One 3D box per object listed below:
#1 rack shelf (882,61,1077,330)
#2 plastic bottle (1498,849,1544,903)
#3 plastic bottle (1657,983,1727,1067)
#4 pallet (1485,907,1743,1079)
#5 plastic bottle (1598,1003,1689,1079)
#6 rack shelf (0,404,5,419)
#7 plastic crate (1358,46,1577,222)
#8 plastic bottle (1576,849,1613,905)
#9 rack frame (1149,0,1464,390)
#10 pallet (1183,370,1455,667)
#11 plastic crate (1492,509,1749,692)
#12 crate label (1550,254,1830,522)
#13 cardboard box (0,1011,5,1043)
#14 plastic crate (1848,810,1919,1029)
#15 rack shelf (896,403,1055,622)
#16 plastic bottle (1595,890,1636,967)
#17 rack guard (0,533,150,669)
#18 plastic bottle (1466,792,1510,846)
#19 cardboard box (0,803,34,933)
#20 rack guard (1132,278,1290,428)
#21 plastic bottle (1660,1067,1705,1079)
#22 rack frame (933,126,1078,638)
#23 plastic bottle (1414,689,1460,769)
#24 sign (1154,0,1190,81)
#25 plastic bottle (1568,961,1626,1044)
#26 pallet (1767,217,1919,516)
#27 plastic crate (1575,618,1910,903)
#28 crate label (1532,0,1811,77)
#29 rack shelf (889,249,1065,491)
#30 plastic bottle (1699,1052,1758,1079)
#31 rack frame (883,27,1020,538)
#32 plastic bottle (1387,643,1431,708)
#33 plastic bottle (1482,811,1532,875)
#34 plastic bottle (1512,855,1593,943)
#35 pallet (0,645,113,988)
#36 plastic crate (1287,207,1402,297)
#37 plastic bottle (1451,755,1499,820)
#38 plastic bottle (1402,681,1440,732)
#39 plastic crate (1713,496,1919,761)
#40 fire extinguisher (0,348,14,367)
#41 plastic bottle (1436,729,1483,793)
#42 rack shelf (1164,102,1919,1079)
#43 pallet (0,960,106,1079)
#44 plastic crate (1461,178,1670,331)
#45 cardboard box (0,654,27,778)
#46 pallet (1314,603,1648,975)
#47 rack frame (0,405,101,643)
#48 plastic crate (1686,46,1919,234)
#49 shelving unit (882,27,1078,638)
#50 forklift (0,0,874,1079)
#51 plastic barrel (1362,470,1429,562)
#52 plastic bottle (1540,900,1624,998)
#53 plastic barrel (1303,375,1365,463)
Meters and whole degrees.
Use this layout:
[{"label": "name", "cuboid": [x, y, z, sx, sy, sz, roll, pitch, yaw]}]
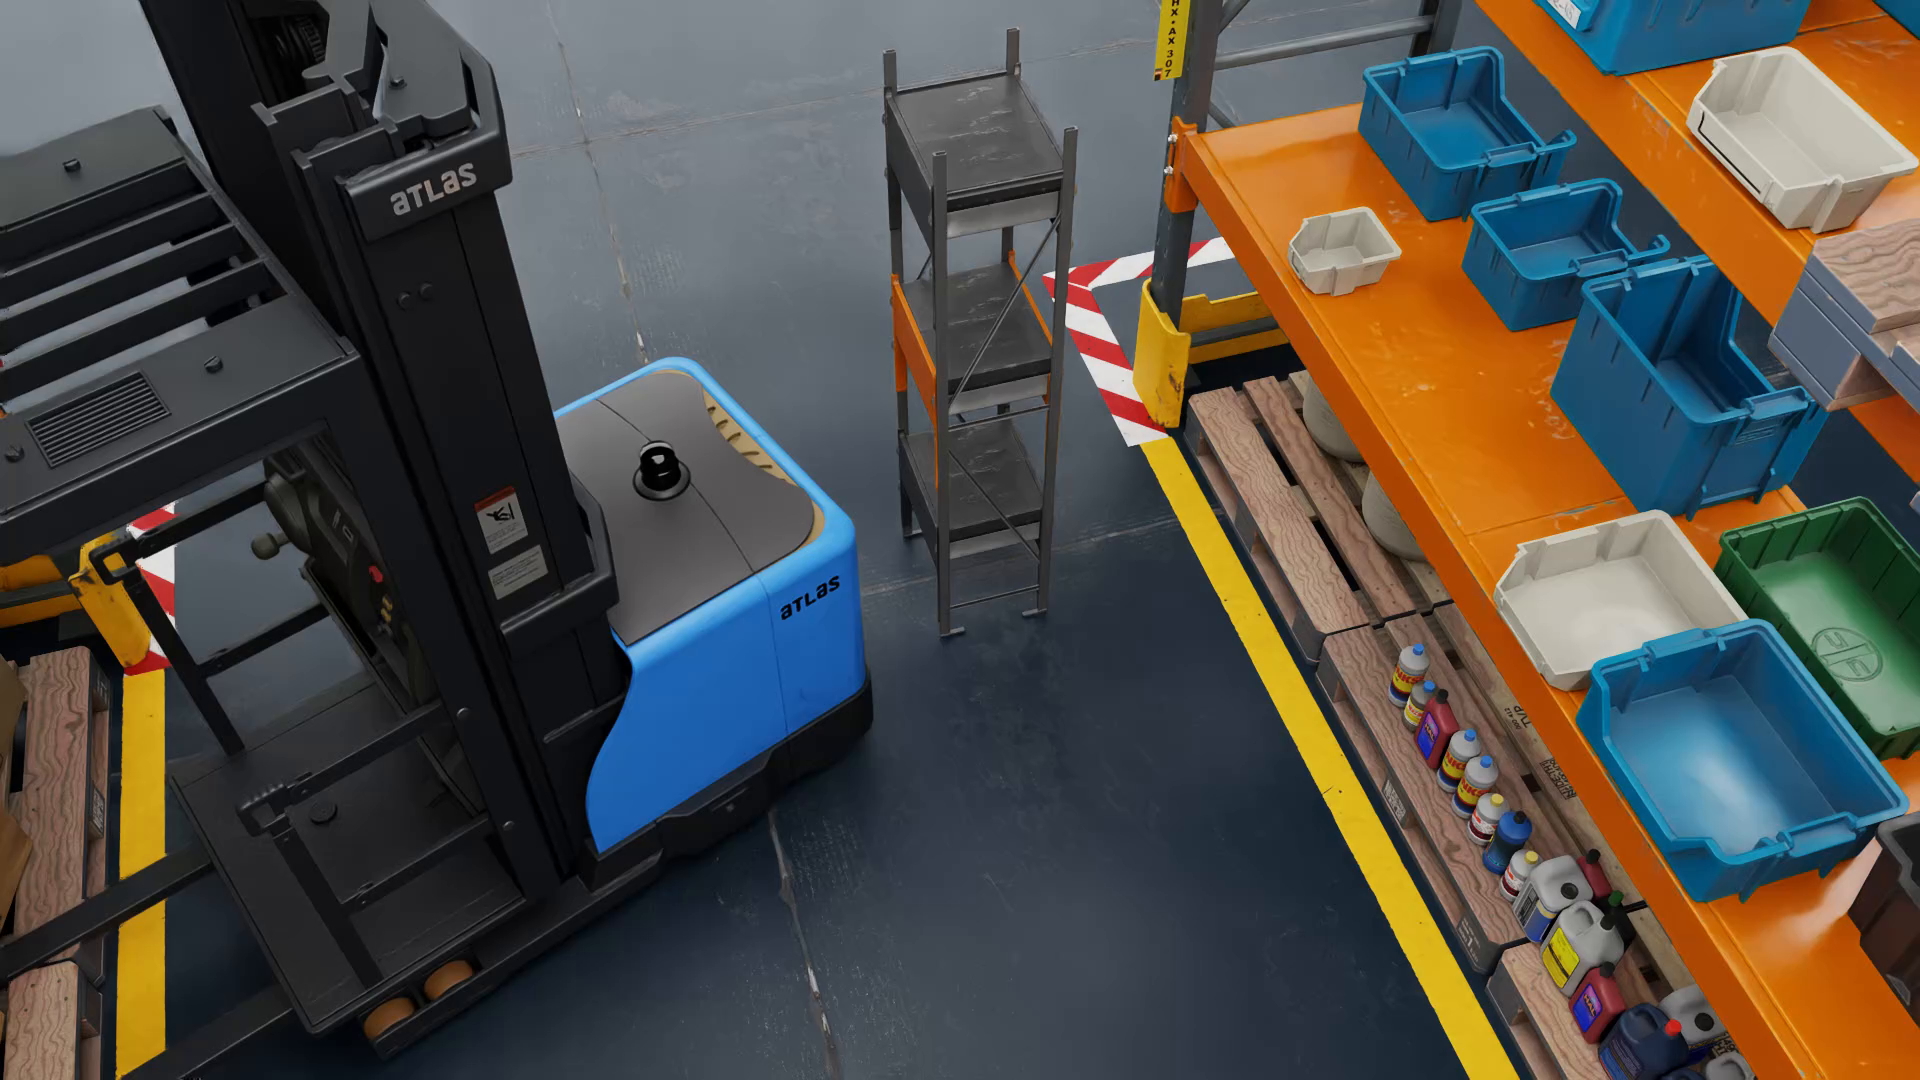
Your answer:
[{"label": "rack shelf", "cuboid": [0.049, -0.998, 4.821, 0.431, 0.518, 0.480, -13, 51, -11]}, {"label": "plastic bottle", "cuboid": [1.690, 0.999, 4.989, 0.097, 0.201, 0.097, 0, 50, 0]}, {"label": "plastic bottle", "cuboid": [2.025, 1.358, 4.637, 0.152, 0.276, 0.135, -13, 51, -11]}, {"label": "pallet", "cuboid": [2.255, 1.618, 4.748, 1.003, 0.211, 1.213, -13, 51, -11]}, {"label": "plastic bottle", "cuboid": [1.891, 1.386, 4.564, 0.144, 0.351, 0.185, -16, 52, -13]}, {"label": "rack shelf", "cuboid": [-2.910, 1.110, 3.822, 1.077, 0.370, 4.000, -13, 51, -11]}, {"label": "plastic crate", "cuboid": [1.664, -1.356, 5.529, 0.499, 0.251, 0.616, -13, 51, -11]}, {"label": "plastic bottle", "cuboid": [1.853, 1.028, 4.910, 0.061, 0.283, 0.133, -13, 51, -11]}, {"label": "rack frame", "cuboid": [1.230, -1.702, 5.723, 1.000, 3.000, 0.127, -13, 51, -11]}, {"label": "pallet", "cuboid": [1.533, -0.164, 6.250, 1.003, 0.211, 1.213, -13, 51, -11]}, {"label": "plastic crate", "cuboid": [1.691, 0.176, 4.312, 0.530, 0.136, 0.437, -13, 51, -11]}, {"label": "crate label", "cuboid": [2.033, -0.430, 4.628, 0.502, 0.435, 0.616, -13, 51, -11]}, {"label": "cardboard box", "cuboid": [-2.956, 1.438, 4.436, 0.500, 0.500, 0.500, -9, 50, -8]}, {"label": "plastic crate", "cuboid": [2.380, 0.828, 3.630, 0.767, 0.338, 0.504, -13, 51, -11]}, {"label": "rack shelf", "cuboid": [0.049, -0.096, 5.891, 0.431, 0.518, 0.480, -13, 51, -11]}, {"label": "plastic bottle", "cuboid": [1.886, 1.130, 4.824, 0.061, 0.283, 0.133, -13, 51, -11]}, {"label": "rack guard", "cuboid": [-3.479, 0.279, 5.688, 1.175, 0.500, 0.348, -13, 51, -11]}, {"label": "plastic bottle", "cuboid": [1.629, 0.849, 5.115, 0.097, 0.201, 0.097, 0, 50, 0]}, {"label": "cardboard box", "cuboid": [-3.123, 0.977, 4.825, 0.500, 0.500, 0.500, -2, 50, -1]}, {"label": "rack guard", "cuboid": [1.298, -0.851, 6.641, 1.175, 0.500, 0.348, -13, 51, -11]}, {"label": "plastic bottle", "cuboid": [1.948, 1.526, 4.446, 0.144, 0.351, 0.185, -15, 51, -12]}, {"label": "rack frame", "cuboid": [0.121, -0.378, 5.195, 0.400, 2.100, 0.015, -13, 51, -11]}, {"label": "plastic bottle", "cuboid": [1.518, 0.596, 5.275, 0.061, 0.283, 0.133, -13, 51, -10]}, {"label": "sign", "cuboid": [0.704, -1.670, 5.515, 0.100, 0.325, 0.005, -13, 51, -11]}, {"label": "plastic bottle", "cuboid": [1.803, 1.298, 4.683, 0.061, 0.283, 0.133, -10, 51, -9]}, {"label": "pallet", "cuboid": [2.107, -0.191, 2.611, 1.213, 0.211, 1.003, -13, 51, -11]}, {"label": "plastic crate", "cuboid": [1.827, 0.520, 3.947, 0.499, 0.251, 0.616, -13, 51, -11]}, {"label": "crate label", "cuboid": [1.468, -1.179, 3.417, 0.502, 0.251, 0.408, -13, 51, -11]}, {"label": "rack shelf", "cuboid": [0.049, -0.547, 5.356, 0.431, 0.518, 0.480, -13, 51, -11]}, {"label": "plastic bottle", "cuboid": [2.085, 1.494, 4.474, 0.144, 0.351, 0.185, -13, 51, -11]}, {"label": "rack frame", "cuboid": [-0.023, -0.734, 5.496, 0.400, 2.100, 0.015, -13, 51, -11]}, {"label": "plastic bottle", "cuboid": [1.469, 0.430, 5.422, 0.097, 0.271, 0.097, 0, 50, 0]}, {"label": "plastic bottle", "cuboid": [1.660, 0.902, 5.025, 0.097, 0.271, 0.097, 0, 50, 0]}, {"label": "plastic bottle", "cuboid": [1.751, 1.055, 4.893, 0.152, 0.276, 0.135, -12, 51, -10]}, {"label": "pallet", "cuboid": [-3.272, 0.974, 5.291, 1.003, 0.211, 1.213, -13, 51, -11]}, {"label": "plastic crate", "cuboid": [1.188, -0.891, 5.211, 0.298, 0.136, 0.250, -13, 51, -11]}, {"label": "plastic bottle", "cuboid": [1.600, 0.754, 5.149, 0.097, 0.271, 0.097, 0, 50, 0]}, {"label": "plastic bottle", "cuboid": [1.500, 0.528, 5.385, 0.097, 0.201, 0.097, 0, 50, 0]}, {"label": "plastic crate", "cuboid": [2.282, 0.232, 4.231, 0.450, 0.188, 0.662, -13, 51, -11]}, {"label": "fire extinguisher", "cuboid": [-3.095, -0.745, 4.967, 0.296, 0.674, 0.183, -13, 51, -11]}, {"label": "plastic bottle", "cuboid": [1.570, 0.681, 5.211, 0.097, 0.271, 0.097, 0, 50, 0]}, {"label": "rack shelf", "cuboid": [1.822, -0.009, 4.767, 1.077, 0.370, 4.000, -13, 51, -11]}, {"label": "pallet", "cuboid": [-2.915, 1.863, 4.541, 1.003, 0.211, 1.213, -13, 51, -11]}, {"label": "plastic crate", "cuboid": [1.851, -0.881, 5.128, 0.499, 0.251, 0.408, -13, 51, -11]}, {"label": "cardboard box", "cuboid": [-3.332, 0.548, 5.186, 0.500, 0.500, 0.500, -5, 50, -4]}, {"label": "pallet", "cuboid": [1.890, 0.726, 5.500, 1.003, 0.211, 1.213, -13, 51, -11]}, {"label": "rack frame", "cuboid": [-3.501, -0.582, 4.779, 1.000, 3.000, 0.127, -13, 51, -11]}, {"label": "plastic crate", "cuboid": [1.552, -0.743, 3.125, 0.243, 0.136, 0.396, -13, 51, -11]}, {"label": "shelving unit", "cuboid": [0.049, -0.556, 5.345, 0.431, 2.100, 0.503, -13, 51, -11]}, {"label": "forklift", "cuboid": [-1.766, 0.115, 4.236, 3.031, 2.935, 1.130, -31, 56, -23]}, {"label": "plastic barrel", "cuboid": [1.646, -0.206, 5.814, 0.421, 0.512, 0.421, 0, 50, 0]}, {"label": "plastic bottle", "cuboid": [1.795, 1.150, 4.763, 0.144, 0.351, 0.185, -14, 51, -11]}, {"label": "plastic barrel", "cuboid": [1.498, -0.572, 6.123, 0.421, 0.512, 0.421, 0, 50, 0]}]
